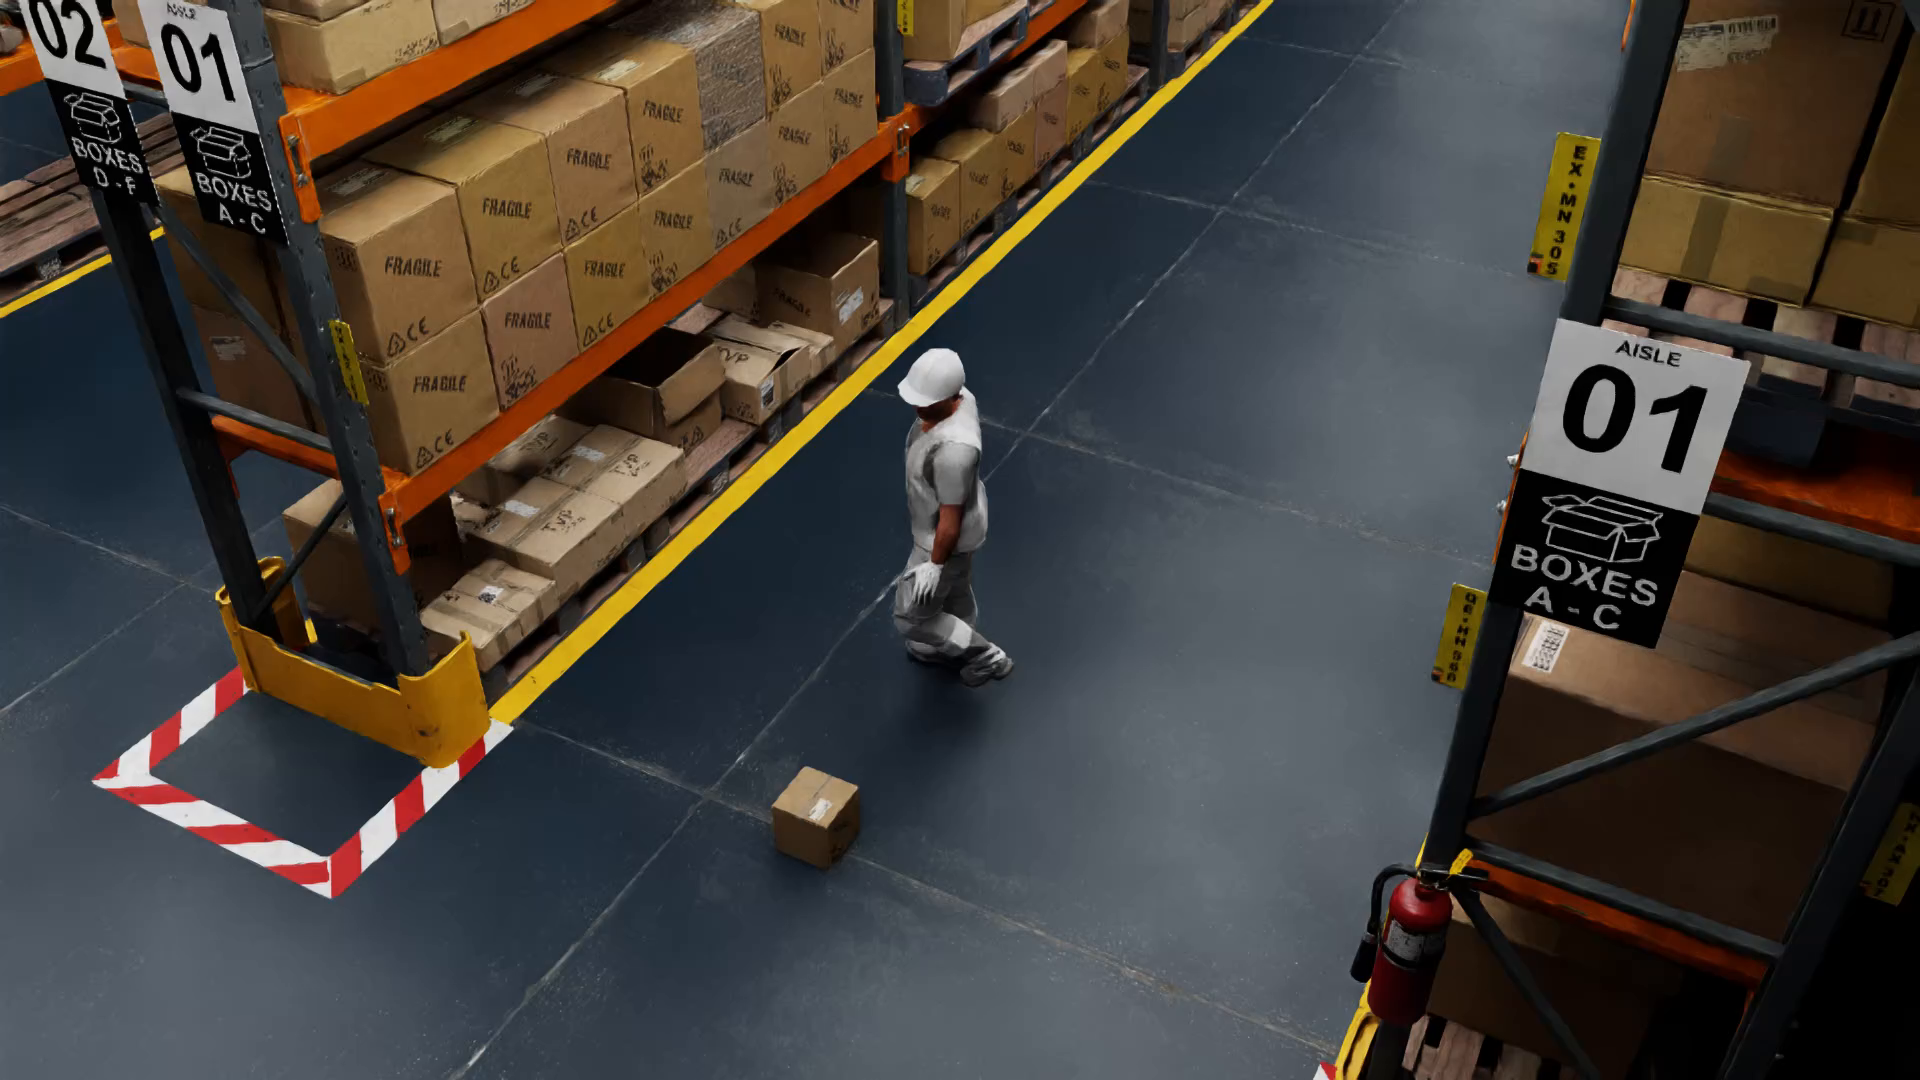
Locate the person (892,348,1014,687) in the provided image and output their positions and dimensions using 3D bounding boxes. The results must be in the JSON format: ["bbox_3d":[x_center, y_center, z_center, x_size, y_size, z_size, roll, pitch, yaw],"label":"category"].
[{"bbox_3d":[-0.020,-0.031,6.764,0.509,1.774,0.633,2,38,2],"label":"person"}]
